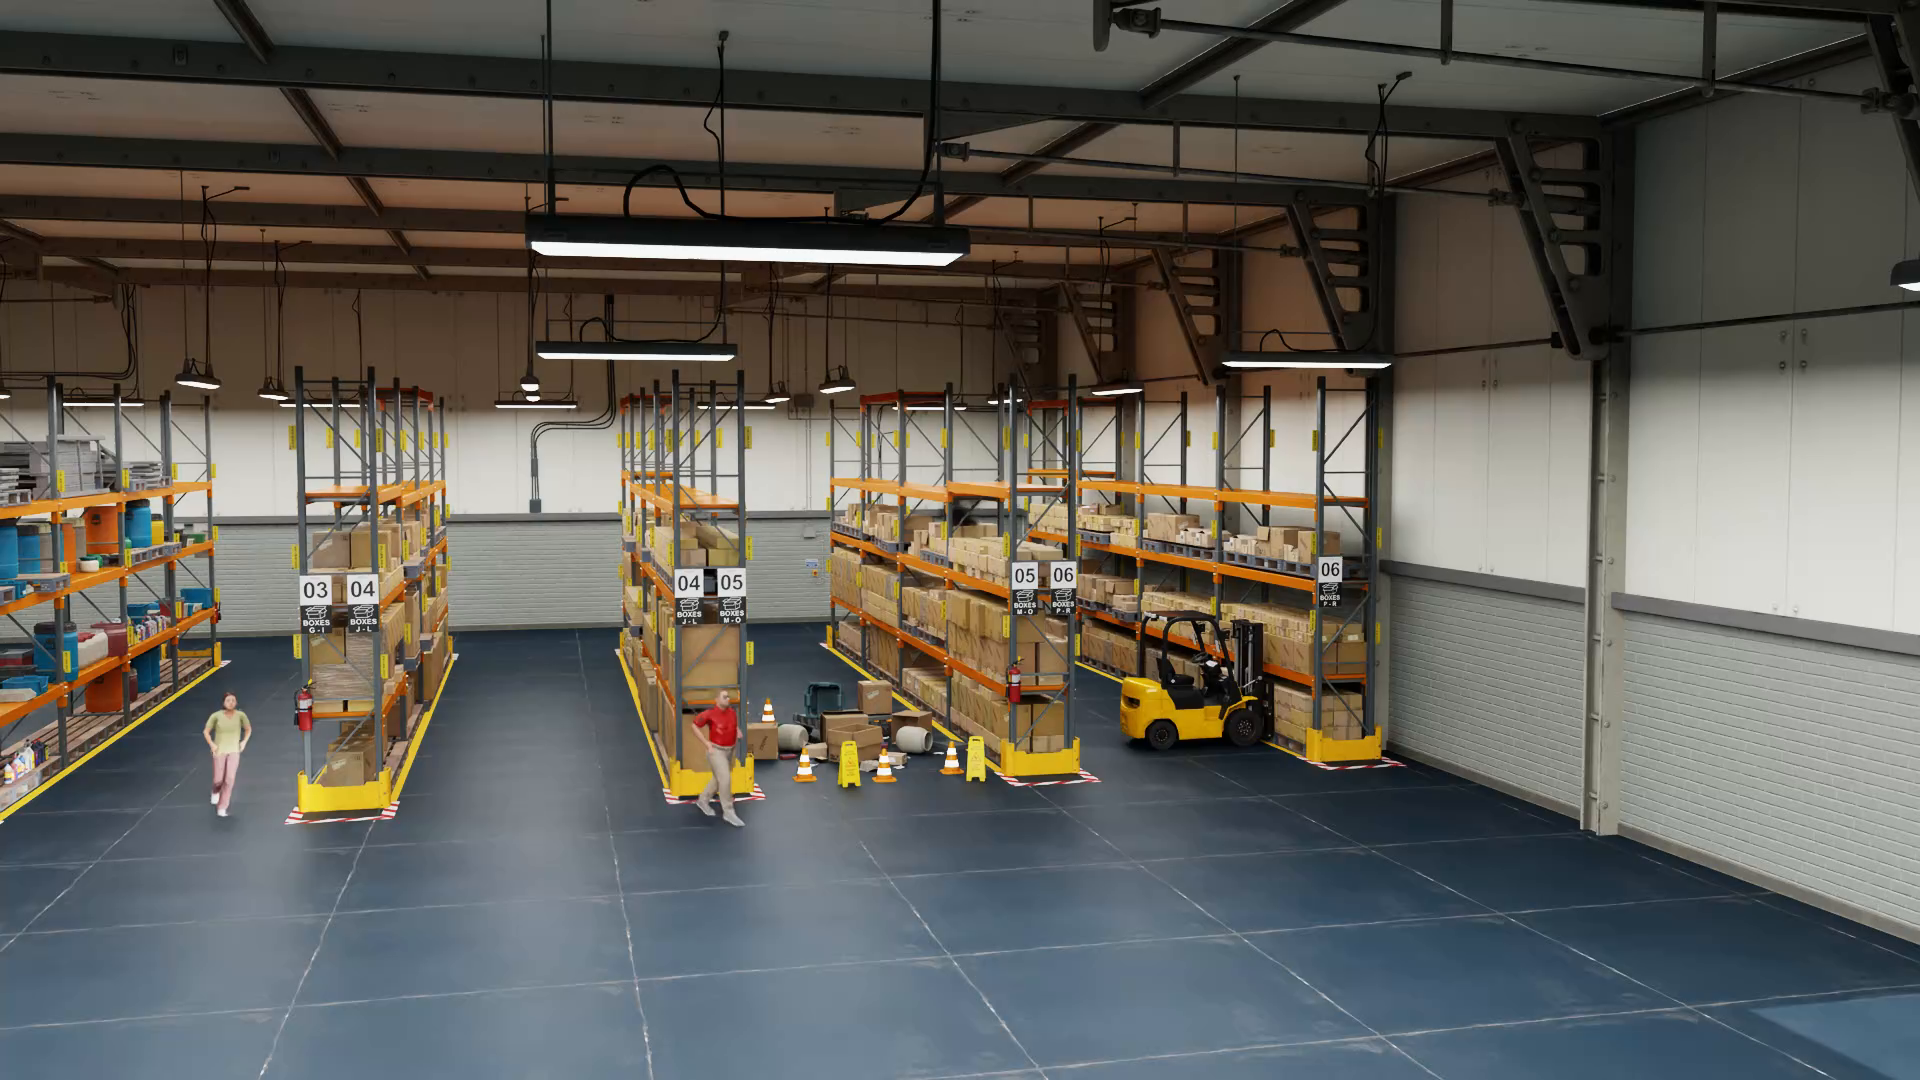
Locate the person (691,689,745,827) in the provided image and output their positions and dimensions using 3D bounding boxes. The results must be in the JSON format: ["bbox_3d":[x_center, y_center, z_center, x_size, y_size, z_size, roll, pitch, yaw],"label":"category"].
[{"bbox_3d":[-3.134,2.822,21.775,0.852,1.753,0.665,2,4,30],"label":"person"}]

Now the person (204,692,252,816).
[{"bbox_3d":[-9.885,2.861,22.468,0.599,1.646,0.607,-2,4,-30],"label":"person"}]
